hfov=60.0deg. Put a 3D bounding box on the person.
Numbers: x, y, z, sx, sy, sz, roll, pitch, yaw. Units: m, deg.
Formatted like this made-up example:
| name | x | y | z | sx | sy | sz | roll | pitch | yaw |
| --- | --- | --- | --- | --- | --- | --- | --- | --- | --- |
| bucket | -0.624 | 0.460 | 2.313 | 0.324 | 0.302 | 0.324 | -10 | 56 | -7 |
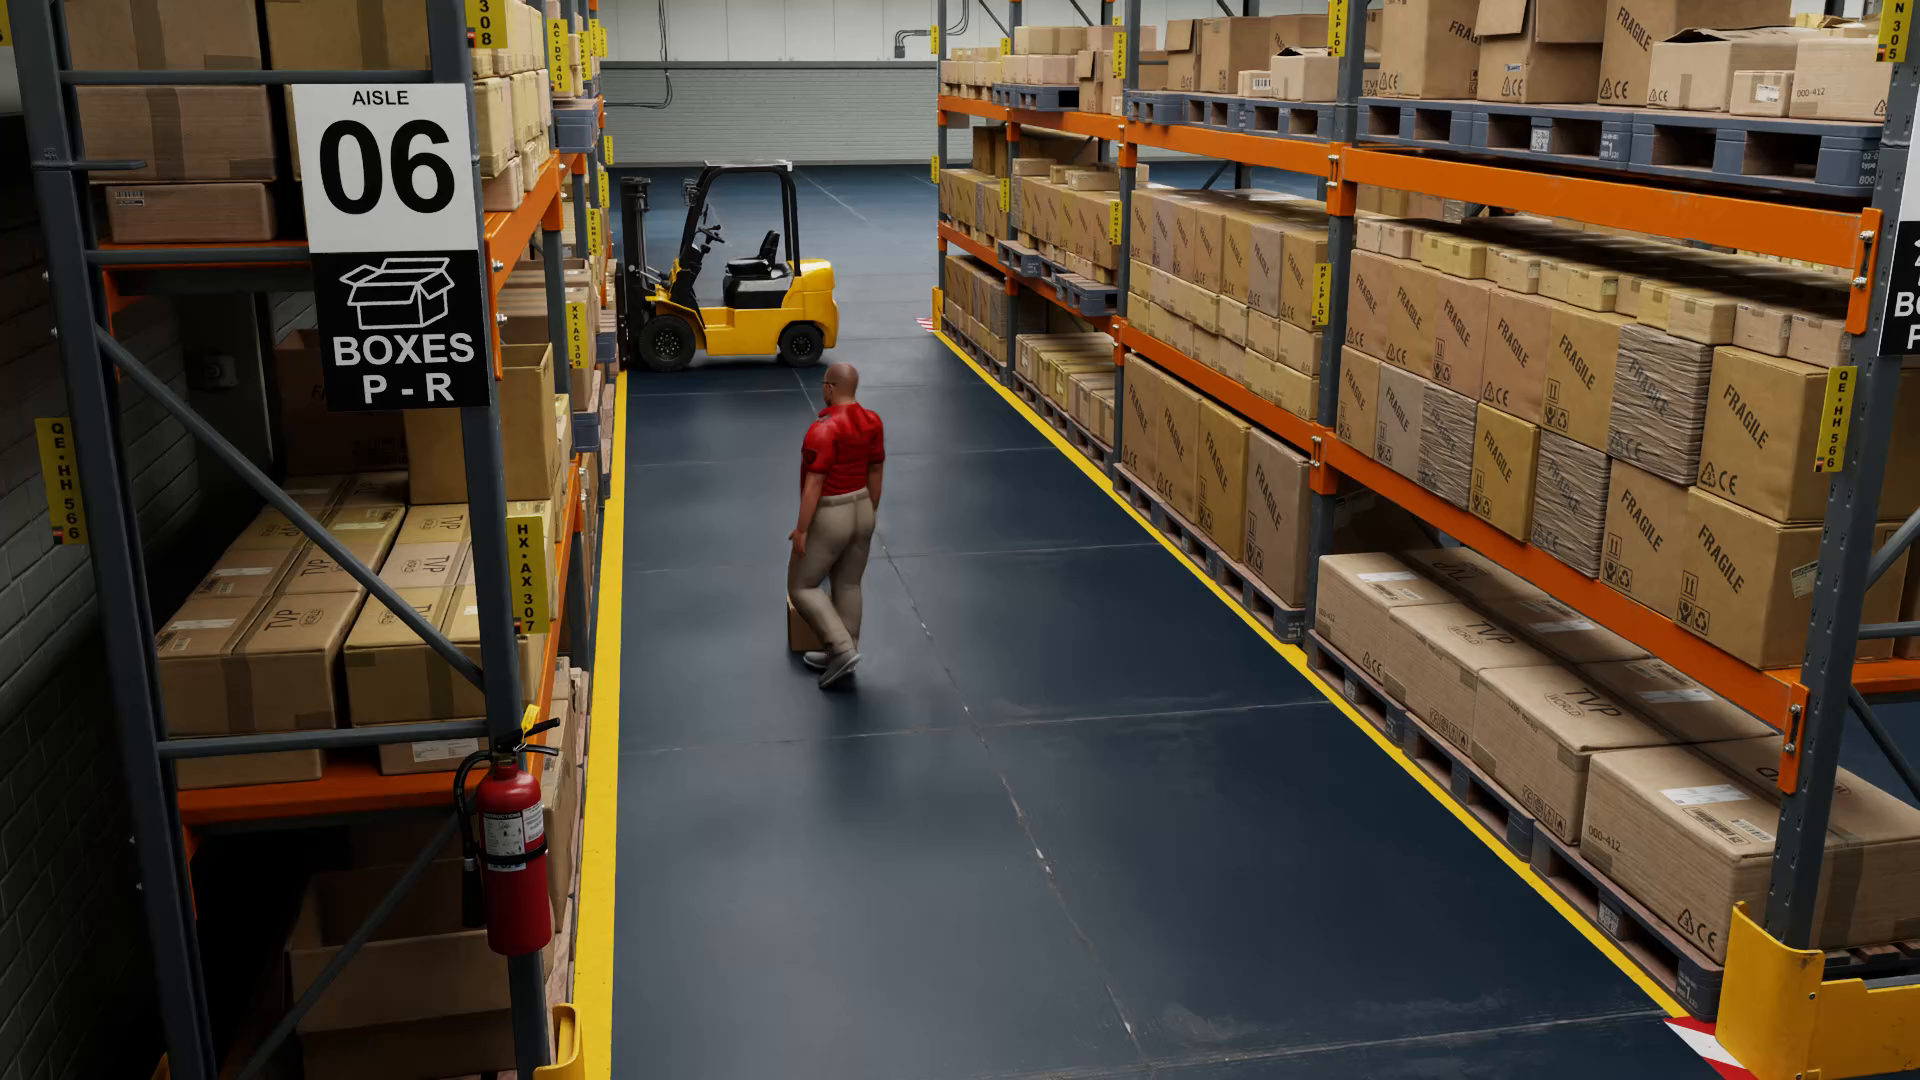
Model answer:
| name | x | y | z | sx | sy | sz | roll | pitch | yaw |
| --- | --- | --- | --- | --- | --- | --- | --- | --- | --- |
| person | -0.660 | -0.086 | 8.859 | 0.530 | 1.743 | 0.560 | 13 | 21 | 38 |
